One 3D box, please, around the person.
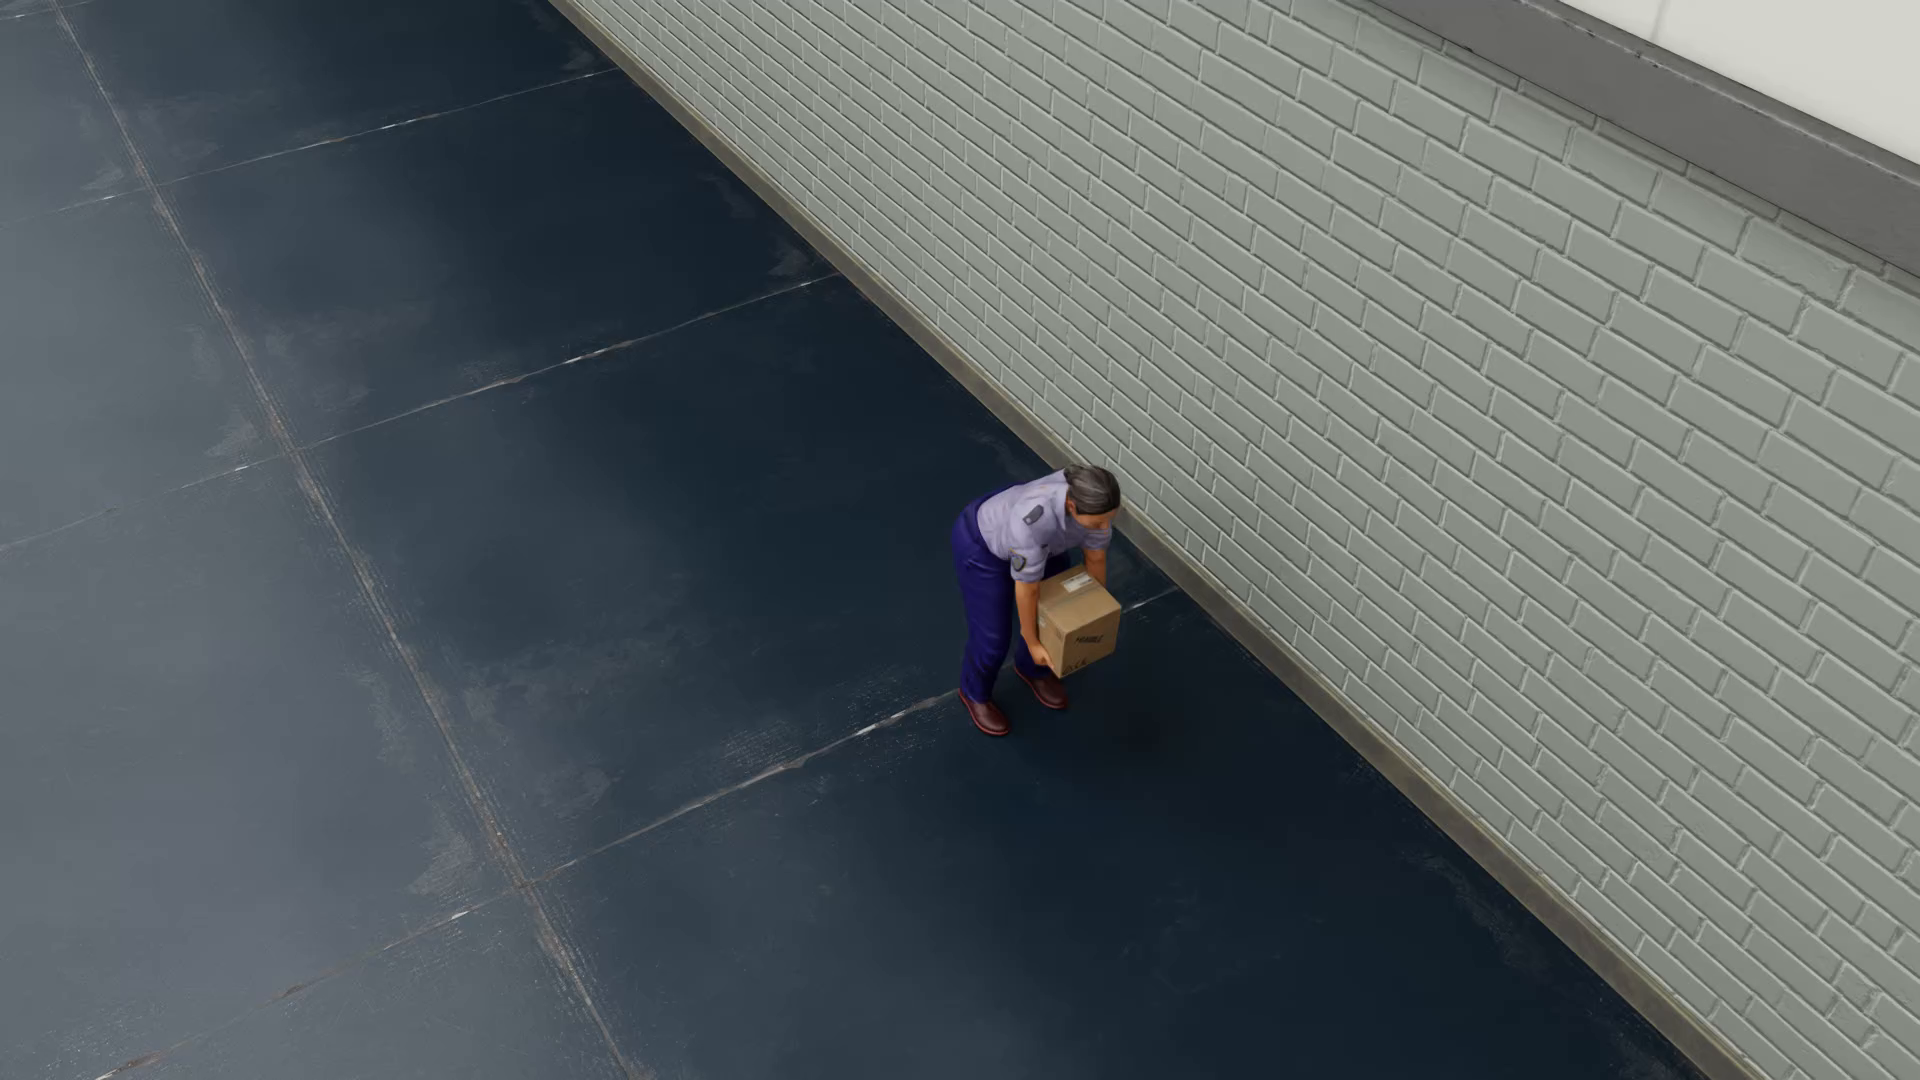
[{"bbox_3d":[0.287,0.179,6.132,0.453,1.436,0.729,-24,46,-25],"label":"person"}]
